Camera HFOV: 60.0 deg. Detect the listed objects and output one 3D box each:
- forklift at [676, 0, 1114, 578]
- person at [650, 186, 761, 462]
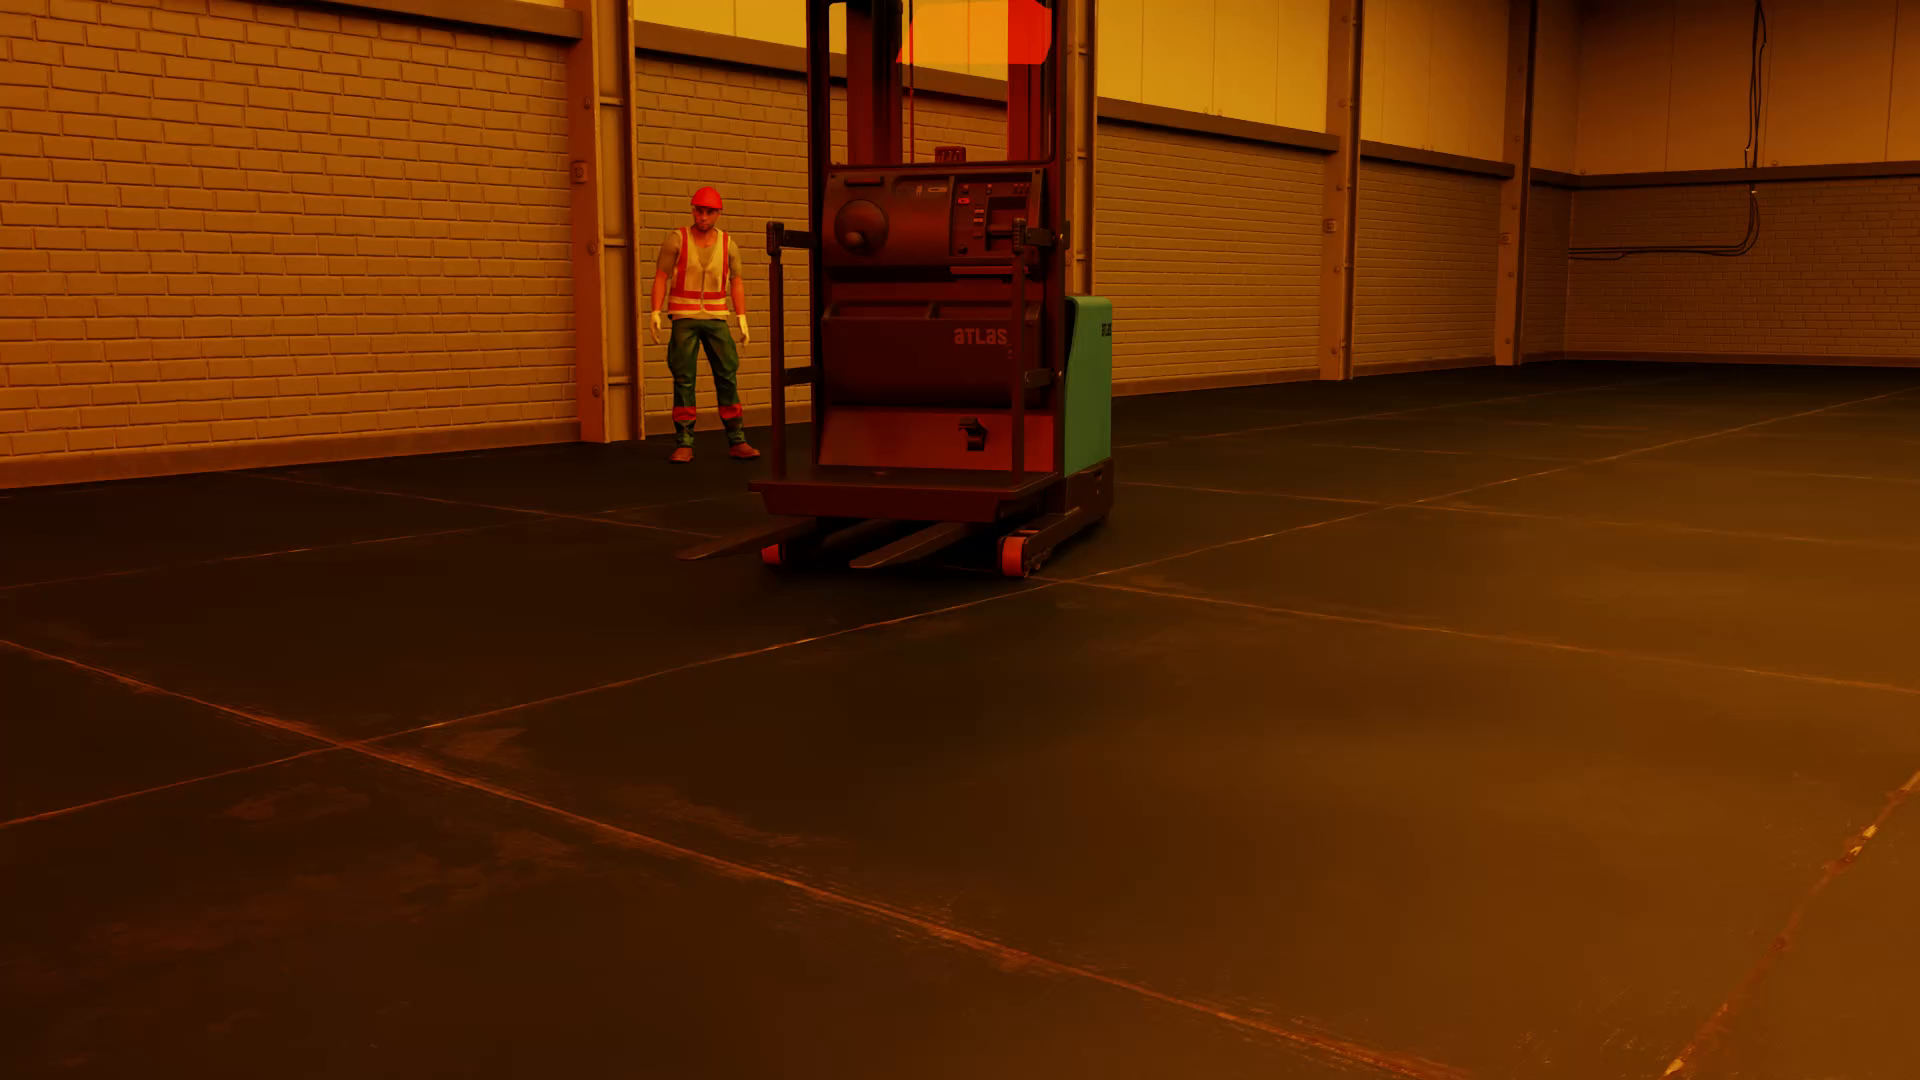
[{"bbox_3d":[-0.176,-1.366,6.616,1.130,2.935,3.031,3,9,17],"label":"forklift"},{"bbox_3d":[-1.691,-1.415,10.940,0.694,1.778,0.479,-3,9,-22],"label":"person"}]
